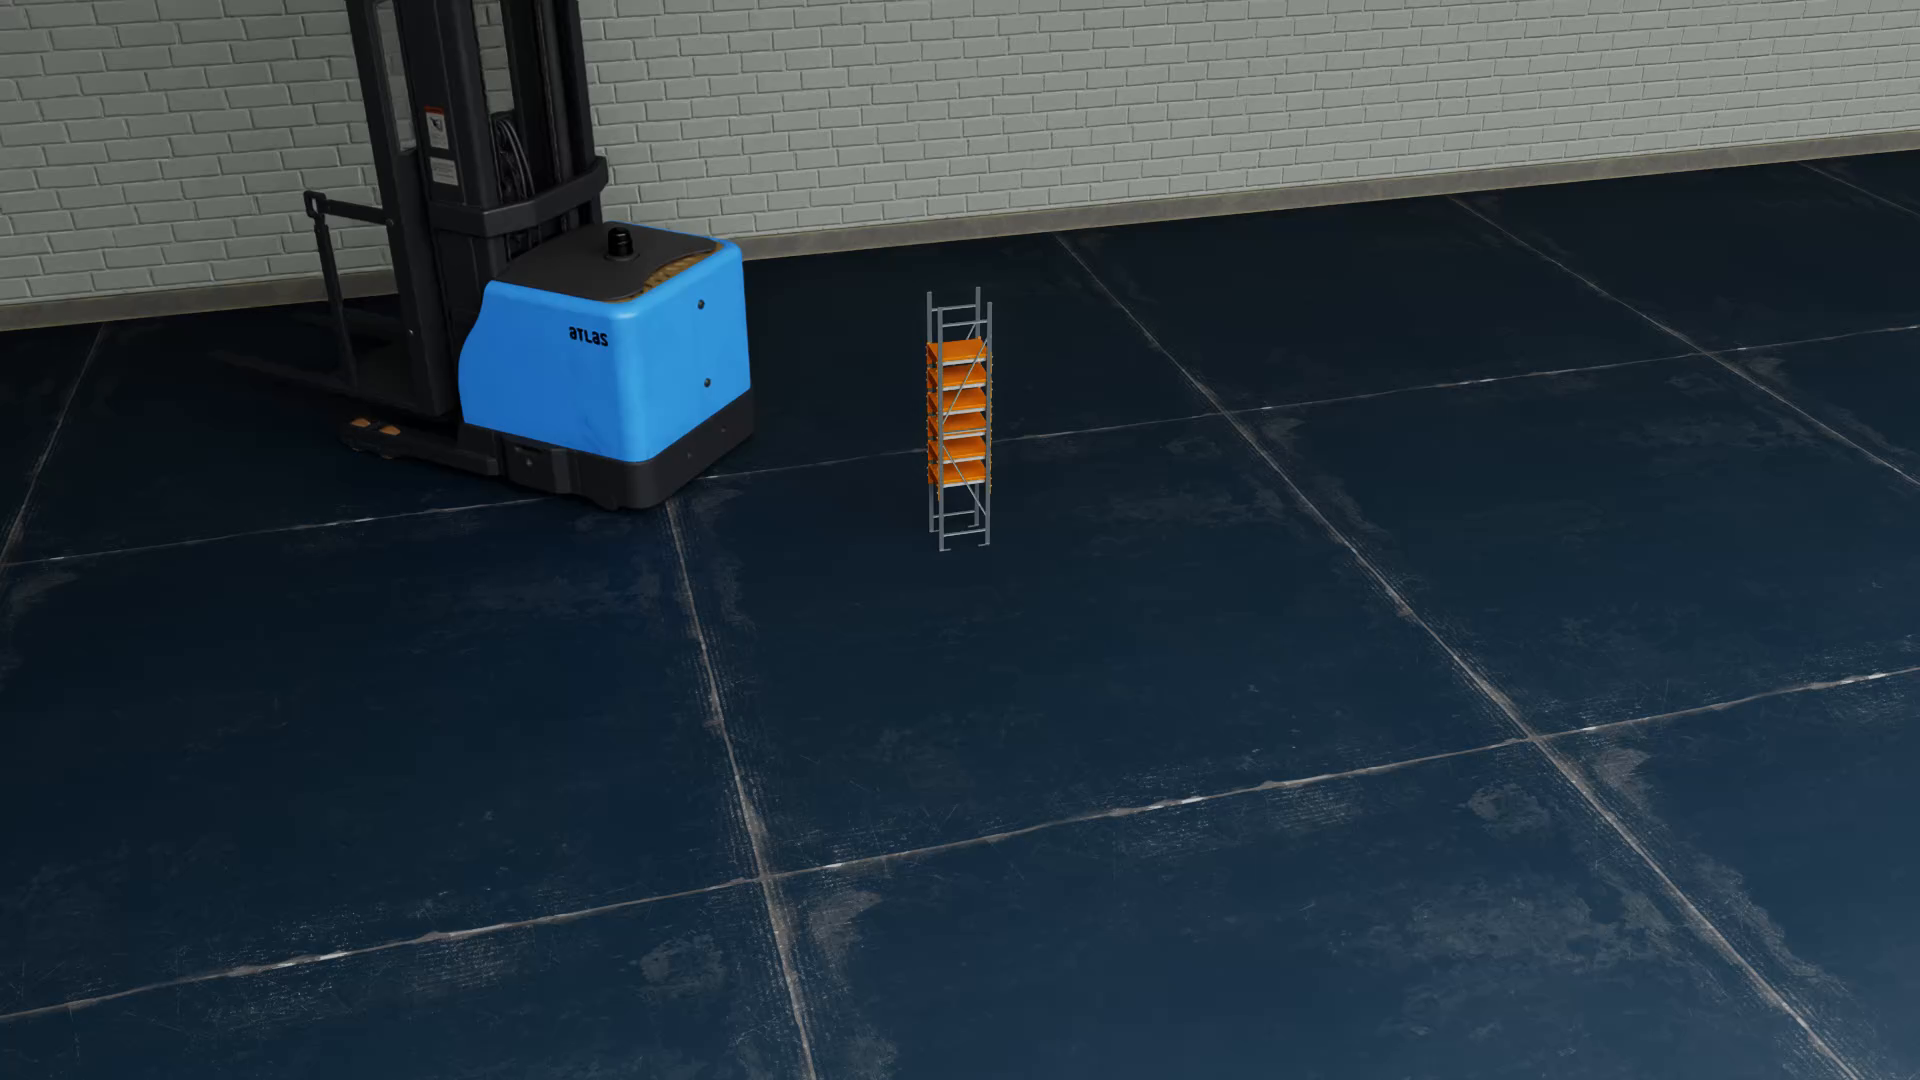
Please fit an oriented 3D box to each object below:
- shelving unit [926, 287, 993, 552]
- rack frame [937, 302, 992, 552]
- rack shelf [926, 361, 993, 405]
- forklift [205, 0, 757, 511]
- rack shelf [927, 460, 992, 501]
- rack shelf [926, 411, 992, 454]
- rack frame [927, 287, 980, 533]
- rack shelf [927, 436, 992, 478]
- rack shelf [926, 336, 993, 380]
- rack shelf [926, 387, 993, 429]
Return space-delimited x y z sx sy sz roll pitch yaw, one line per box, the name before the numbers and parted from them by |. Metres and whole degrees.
shelving unit | -0.004 -0.526 7.462 0.258 1.200 0.189 -8 31 -13
rack frame | 0.020 -0.482 7.385 0.240 1.200 0.006 -8 31 -13
rack shelf | -0.004 -0.696 7.364 0.258 0.103 0.180 -8 31 -13
forklift | -2.606 -1.902 8.111 3.031 2.935 1.130 14 33 22
rack shelf | -0.004 -0.280 7.604 0.258 0.103 0.180 -8 31 -13
rack shelf | -0.004 -0.488 7.484 0.258 0.103 0.180 -8 31 -13
rack frame | -0.028 -0.570 7.538 0.240 1.200 0.006 -8 31 -13
rack shelf | -0.004 -0.384 7.544 0.258 0.103 0.180 -8 31 -13
rack shelf | -0.004 -0.799 7.303 0.258 0.103 0.180 -8 31 -13
rack shelf | -0.004 -0.592 7.424 0.258 0.103 0.180 -8 31 -13
